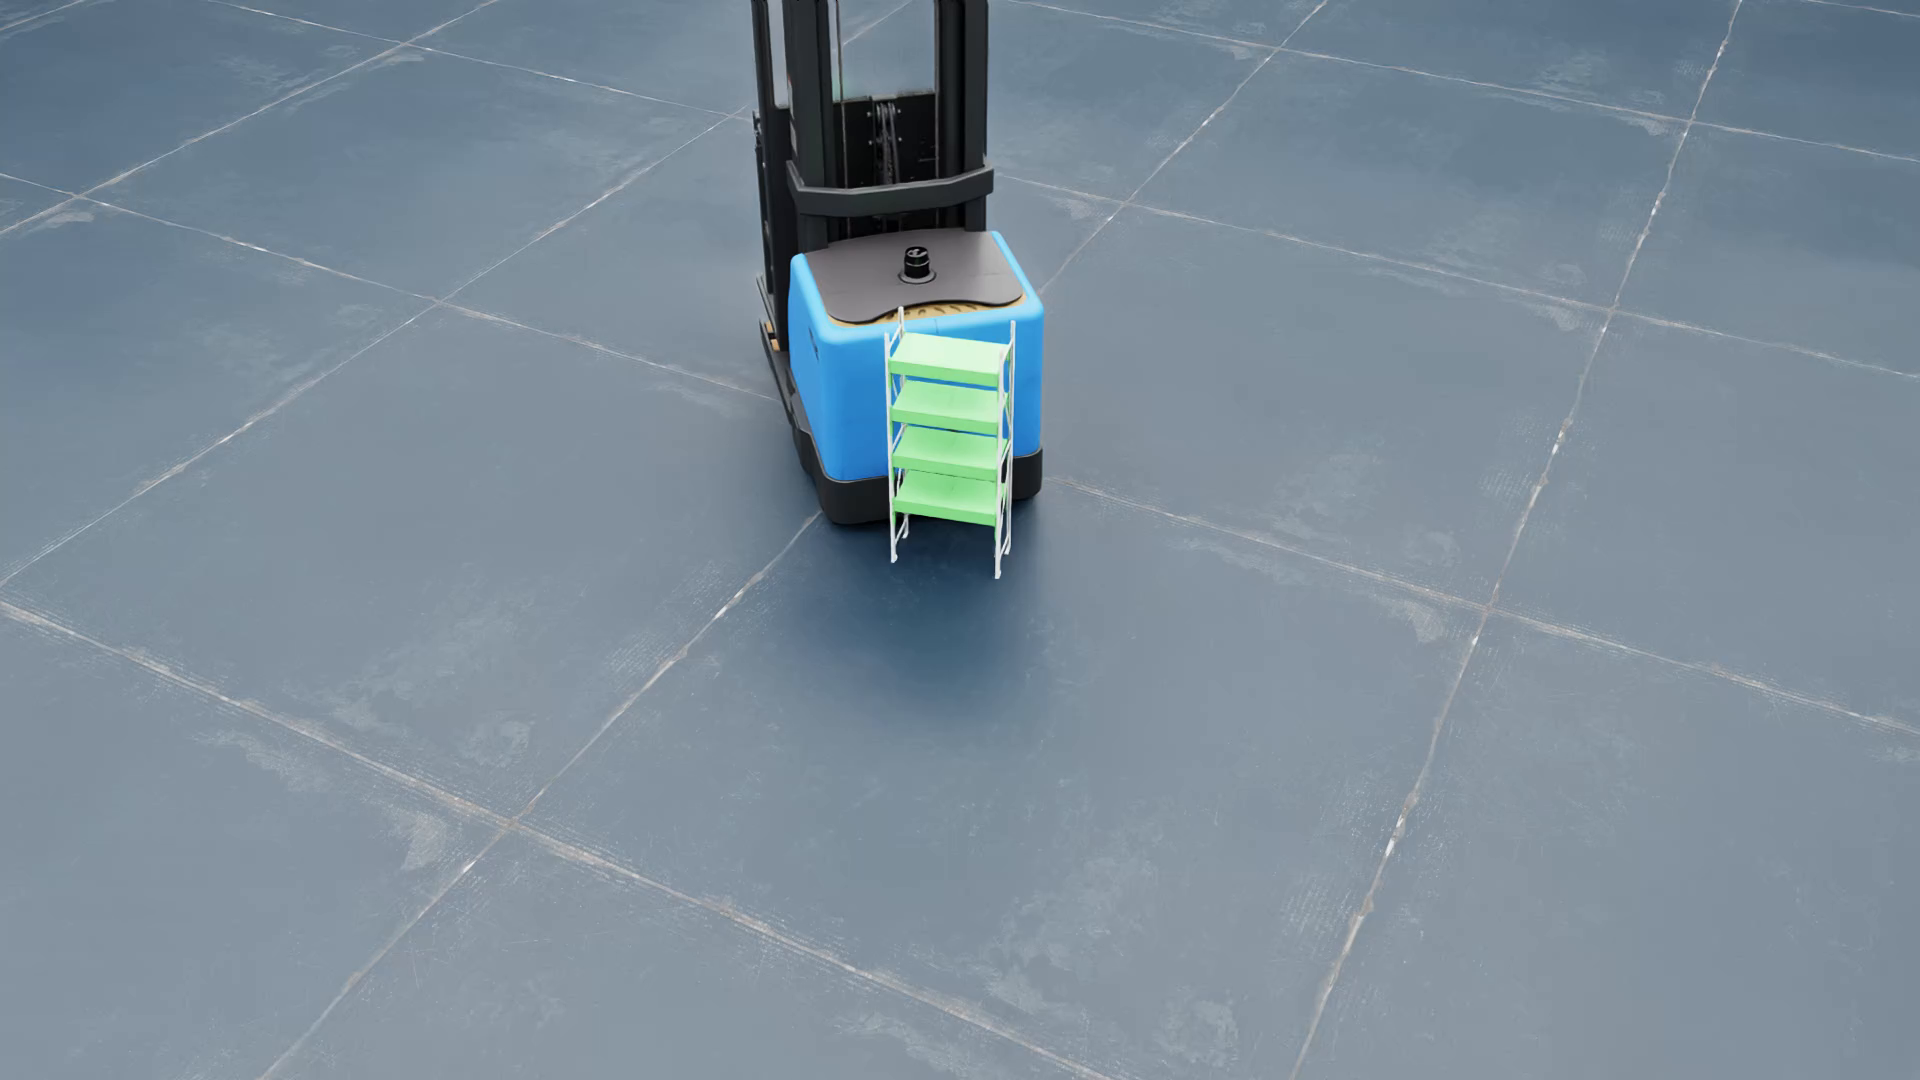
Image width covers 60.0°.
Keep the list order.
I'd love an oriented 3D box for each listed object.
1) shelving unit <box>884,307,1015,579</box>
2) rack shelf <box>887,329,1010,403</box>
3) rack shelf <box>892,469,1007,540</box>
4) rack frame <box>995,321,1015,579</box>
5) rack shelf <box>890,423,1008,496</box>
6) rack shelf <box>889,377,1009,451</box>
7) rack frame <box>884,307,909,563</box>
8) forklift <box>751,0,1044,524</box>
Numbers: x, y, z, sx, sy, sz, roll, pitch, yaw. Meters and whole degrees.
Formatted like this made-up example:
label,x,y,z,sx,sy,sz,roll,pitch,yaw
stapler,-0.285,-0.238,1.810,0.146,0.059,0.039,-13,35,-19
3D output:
label,x,y,z,sx,sy,sz,roll,pitch,yaw
shelving unit,-0.041,-0.407,7.294,0.503,1.200,0.258,9,38,11
rack shelf,-0.041,-0.738,7.042,0.480,0.148,0.258,9,38,11
rack shelf,-0.041,-0.165,7.478,0.480,0.148,0.258,9,38,11
rack frame,0.196,-0.371,7.247,0.015,1.200,0.240,9,38,11
rack shelf,-0.041,-0.356,7.332,0.480,0.148,0.258,9,38,11
rack shelf,-0.041,-0.547,7.187,0.480,0.148,0.258,9,38,11
rack frame,-0.277,-0.443,7.341,0.015,1.200,0.240,9,38,11
forklift,-0.469,-2.133,8.136,1.130,2.935,3.031,-9,38,-11
